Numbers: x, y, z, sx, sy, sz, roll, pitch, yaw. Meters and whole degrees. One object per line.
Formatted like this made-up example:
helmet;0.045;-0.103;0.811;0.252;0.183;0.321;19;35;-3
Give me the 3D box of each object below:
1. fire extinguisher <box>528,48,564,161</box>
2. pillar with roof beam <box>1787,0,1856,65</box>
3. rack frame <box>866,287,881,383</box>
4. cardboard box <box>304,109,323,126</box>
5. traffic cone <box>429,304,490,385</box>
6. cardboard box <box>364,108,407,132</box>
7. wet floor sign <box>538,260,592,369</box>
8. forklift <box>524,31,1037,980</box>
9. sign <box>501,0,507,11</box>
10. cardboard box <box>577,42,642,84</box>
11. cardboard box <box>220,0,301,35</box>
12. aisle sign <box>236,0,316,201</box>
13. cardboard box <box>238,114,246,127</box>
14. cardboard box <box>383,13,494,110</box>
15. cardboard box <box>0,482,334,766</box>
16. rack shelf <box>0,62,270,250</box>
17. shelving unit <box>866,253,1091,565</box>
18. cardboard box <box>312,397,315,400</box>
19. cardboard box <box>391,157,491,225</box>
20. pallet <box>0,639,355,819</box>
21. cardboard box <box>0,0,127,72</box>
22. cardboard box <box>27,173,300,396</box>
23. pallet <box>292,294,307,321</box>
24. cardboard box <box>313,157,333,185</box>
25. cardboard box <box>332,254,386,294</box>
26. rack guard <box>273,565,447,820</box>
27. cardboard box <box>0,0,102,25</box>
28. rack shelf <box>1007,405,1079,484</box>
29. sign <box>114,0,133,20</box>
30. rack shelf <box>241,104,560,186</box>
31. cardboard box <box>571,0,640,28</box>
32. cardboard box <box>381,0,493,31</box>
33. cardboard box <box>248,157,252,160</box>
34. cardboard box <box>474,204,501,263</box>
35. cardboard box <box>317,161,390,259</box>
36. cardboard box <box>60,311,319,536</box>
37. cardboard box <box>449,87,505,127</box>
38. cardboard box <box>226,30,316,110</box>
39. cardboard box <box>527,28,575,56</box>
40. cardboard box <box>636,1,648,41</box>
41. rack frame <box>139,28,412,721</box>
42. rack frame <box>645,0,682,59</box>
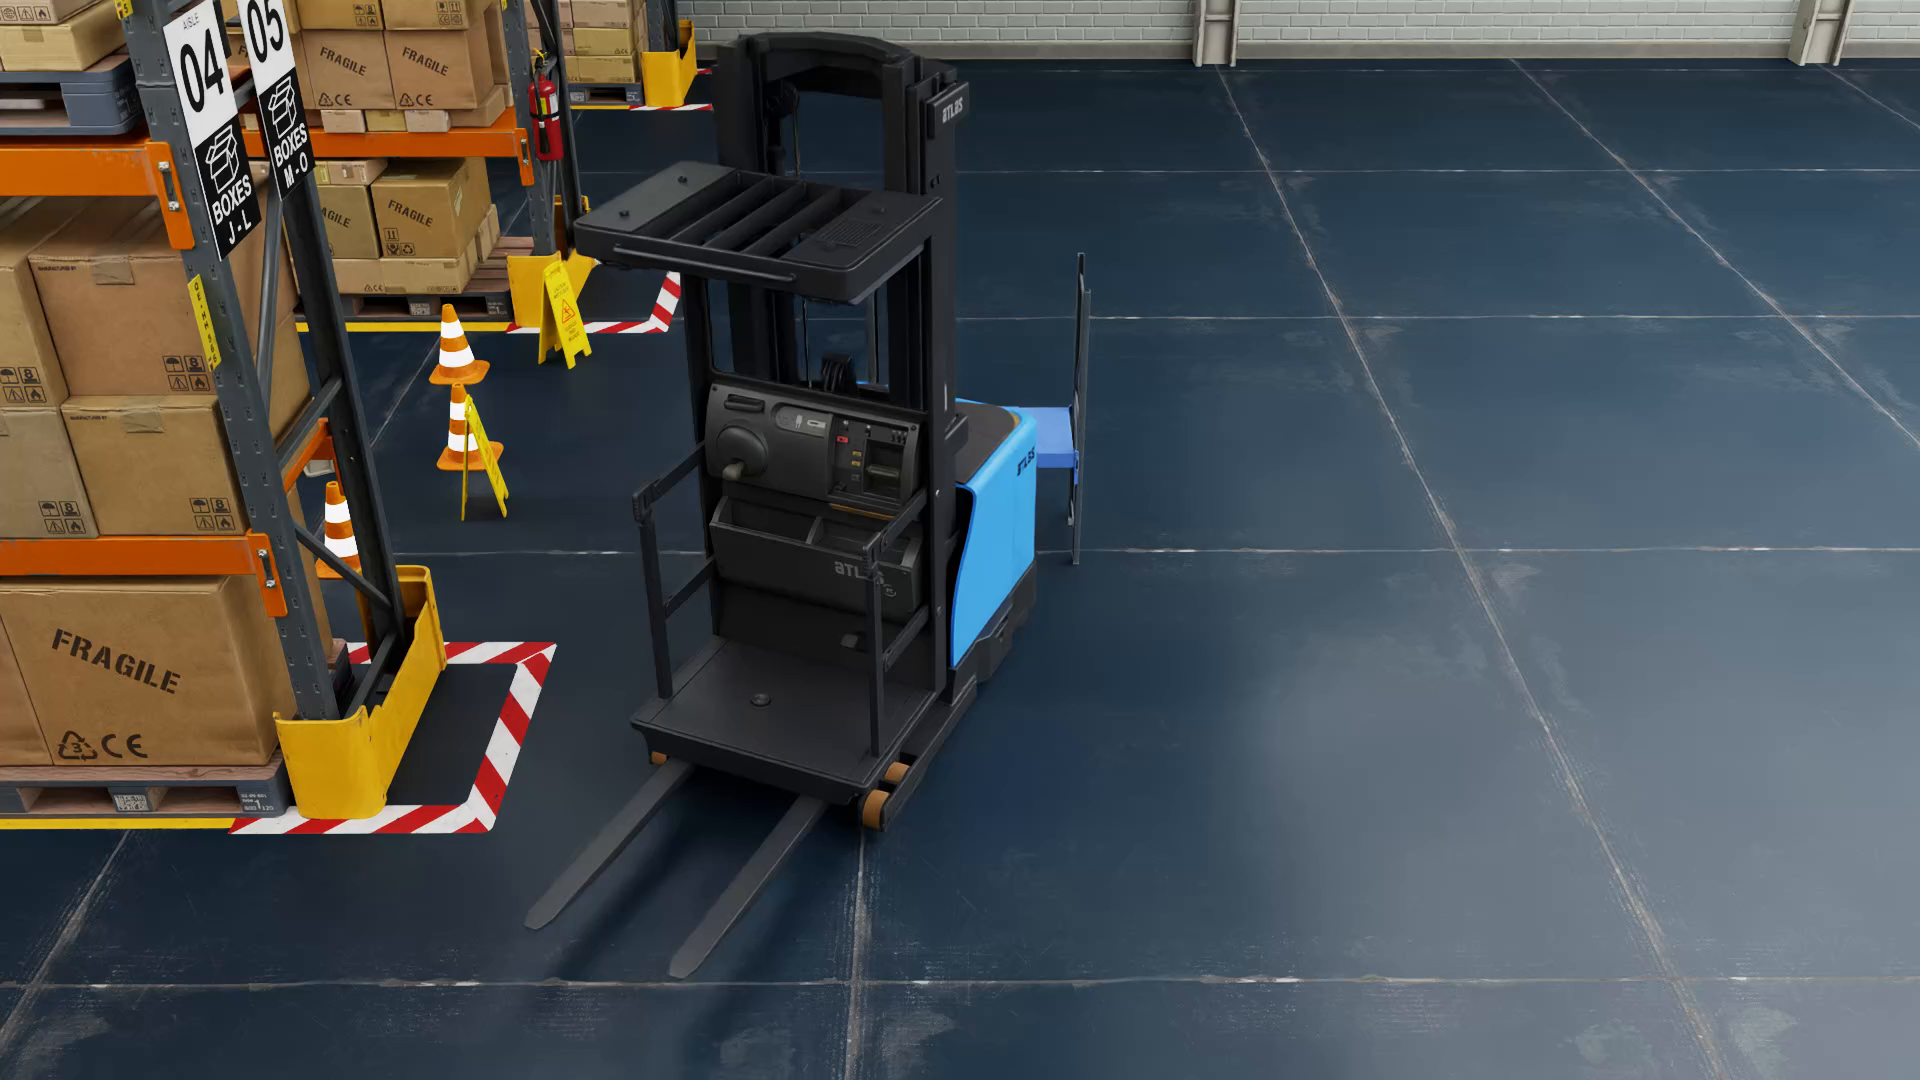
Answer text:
fire extinguisher;-2.613;-2.730;10.433;0.183;0.674;0.296;0;31;0
pillar with roof beam;8.561;-6.411;10.642;0.400;9.000;9.100;0;31;0
rack frame;-0.422;-0.644;8.366;0.032;1.500;0.500;0;31;0
cardboard box;-4.126;-2.790;10.699;0.250;0.149;0.380;0;31;0
traffic cone;-3.152;-1.247;10.359;0.334;0.463;0.336;0;31;0
cardboard box;-3.612;-2.734;10.607;0.250;0.149;0.380;-1;31;-1
wet floor sign;-2.533;-1.441;10.503;0.232;0.644;0.267;10;33;17
forklift;-0.677;-0.320;6.451;1.130;2.935;3.031;13;33;20
sign;-2.747;-3.344;9.949;0.005;0.325;0.100;0;31;0
cardboard box;-3.231;-4.415;15.381;0.500;0.250;0.500;0;31;0
cardboard box;-4.255;-3.432;10.168;0.500;0.500;0.700;-1;31;-1
aisle sign;-2.530;-1.702;6.157;0.004;0.787;0.394;0;31;0
cardboard box;-4.631;-2.788;10.695;0.250;0.149;0.380;0;31;0
cardboard box;-3.271;-3.027;10.465;0.500;0.500;0.500;-1;31;-1
cardboard box;-3.277;0.331;6.957;0.875;0.875;0.875;0;31;0
rack shelf;-4.599;-1.403;5.973;4.000;0.370;1.077;0;31;0
shelving unit;0.087;-0.644;8.365;1.048;1.500;0.538;0;31;0
cardboard box;-4.028;-0.731;9.812;0.250;0.149;0.380;16;35;25
cardboard box;-3.562;-2.467;11.448;0.500;0.500;0.500;-1;31;-2
pallet;-3.398;0.801;7.227;1.213;0.211;1.003;0;31;0
cardboard box;-2.929;-1.655;5.435;0.250;0.149;0.380;0;31;0
cardboard box;-2.970;-0.979;6.287;0.550;0.550;0.875;0;31;0
pallet;-4.835;-1.823;11.551;1.213;0.211;1.003;0;31;0
cardboard box;-4.147;-2.431;10.763;0.250;0.149;0.380;0;31;1
cardboard box;-4.055;-1.866;11.180;0.500;0.250;0.500;0;31;0
rack guard;-2.575;0.634;7.223;0.348;0.500;1.175;0;31;0
cardboard box;-3.087;-1.856;5.382;0.500;0.250;0.500;0;31;0
rack shelf;0.087;-0.490;8.459;1.000;0.185;0.538;0;31;0
sign;-2.610;-1.780;5.123;0.005;0.325;0.100;0;31;0
rack shelf;-4.730;-2.688;10.982;4.000;0.370;1.077;0;31;0
cardboard box;-3.222;-4.845;15.126;0.500;0.250;0.500;1;31;1
cardboard box;-3.239;-3.485;10.254;0.500;0.500;0.700;-1;31;-2
cardboard box;-4.586;-2.466;11.445;0.500;0.500;0.500;0;31;1
cardboard box;-3.538;-2.147;11.643;0.500;0.250;0.500;0;31;-1
cardboard box;-4.051;-2.185;10.983;0.500;0.500;0.500;1;31;2
cardboard box;-2.970;-0.474;6.495;0.550;0.550;0.875;0;31;0
cardboard box;-3.102;-2.782;10.686;0.250;0.149;0.380;1;31;1
cardboard box;-4.272;-3.028;10.466;0.500;0.500;0.500;0;31;-1
cardboard box;-3.750;-4.635;15.261;0.500;0.250;0.500;0;31;-1
cardboard box;-3.235;-4.901;15.699;0.500;0.250;0.500;0;31;1
rack frame;-2.599;-0.435;6.575;0.127;3.000;1.000;0;31;0
rack frame;-2.763;-5.577;15.050;0.127;3.000;1.000;0;31;0
